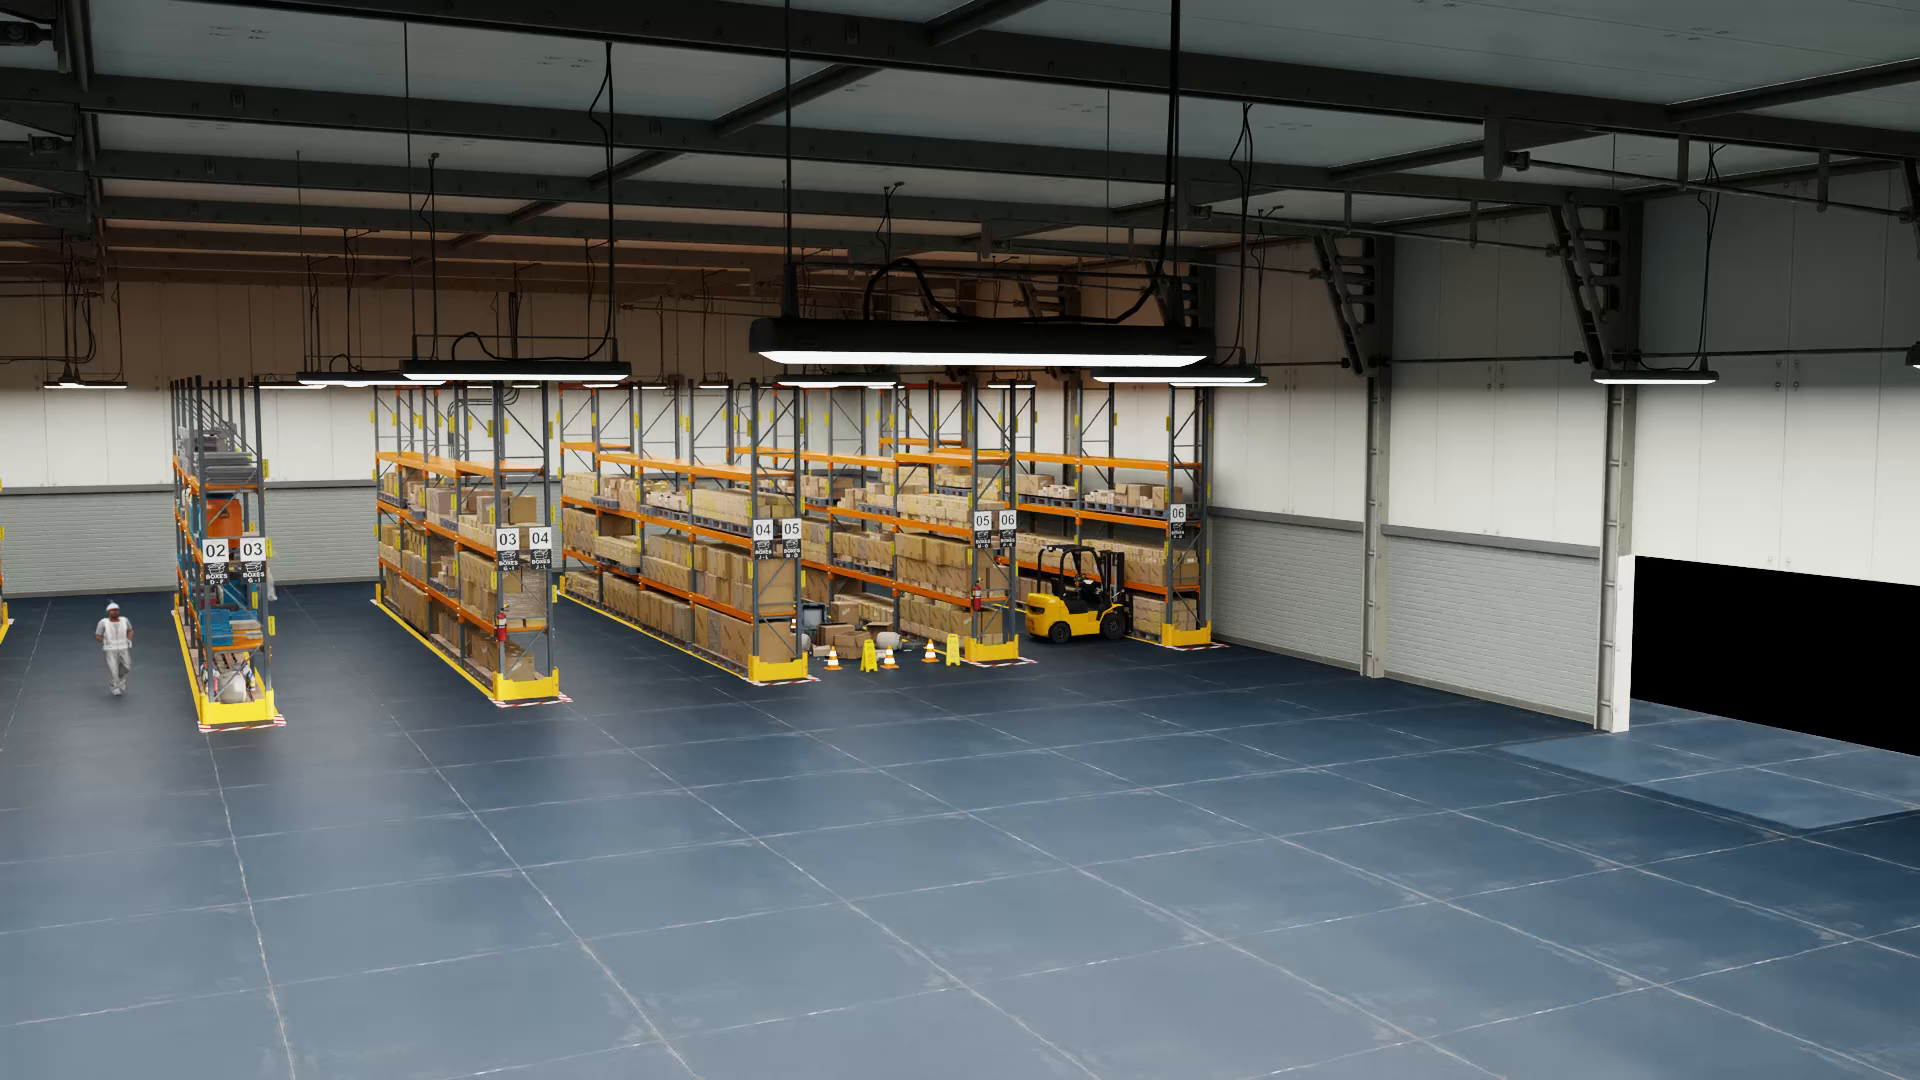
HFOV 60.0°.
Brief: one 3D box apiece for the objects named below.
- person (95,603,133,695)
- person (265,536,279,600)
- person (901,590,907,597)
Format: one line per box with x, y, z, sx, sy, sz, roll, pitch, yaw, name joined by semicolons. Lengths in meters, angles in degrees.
-15.891;2.064;31.334;0.672;1.736;0.598;-4;7;-39;person
-19.335;0.789;45.793;1.078;1.800;0.704;-1;5;-7;person
-1.276;0.996;43.399;0.617;1.631;0.828;-3;6;-27;person
